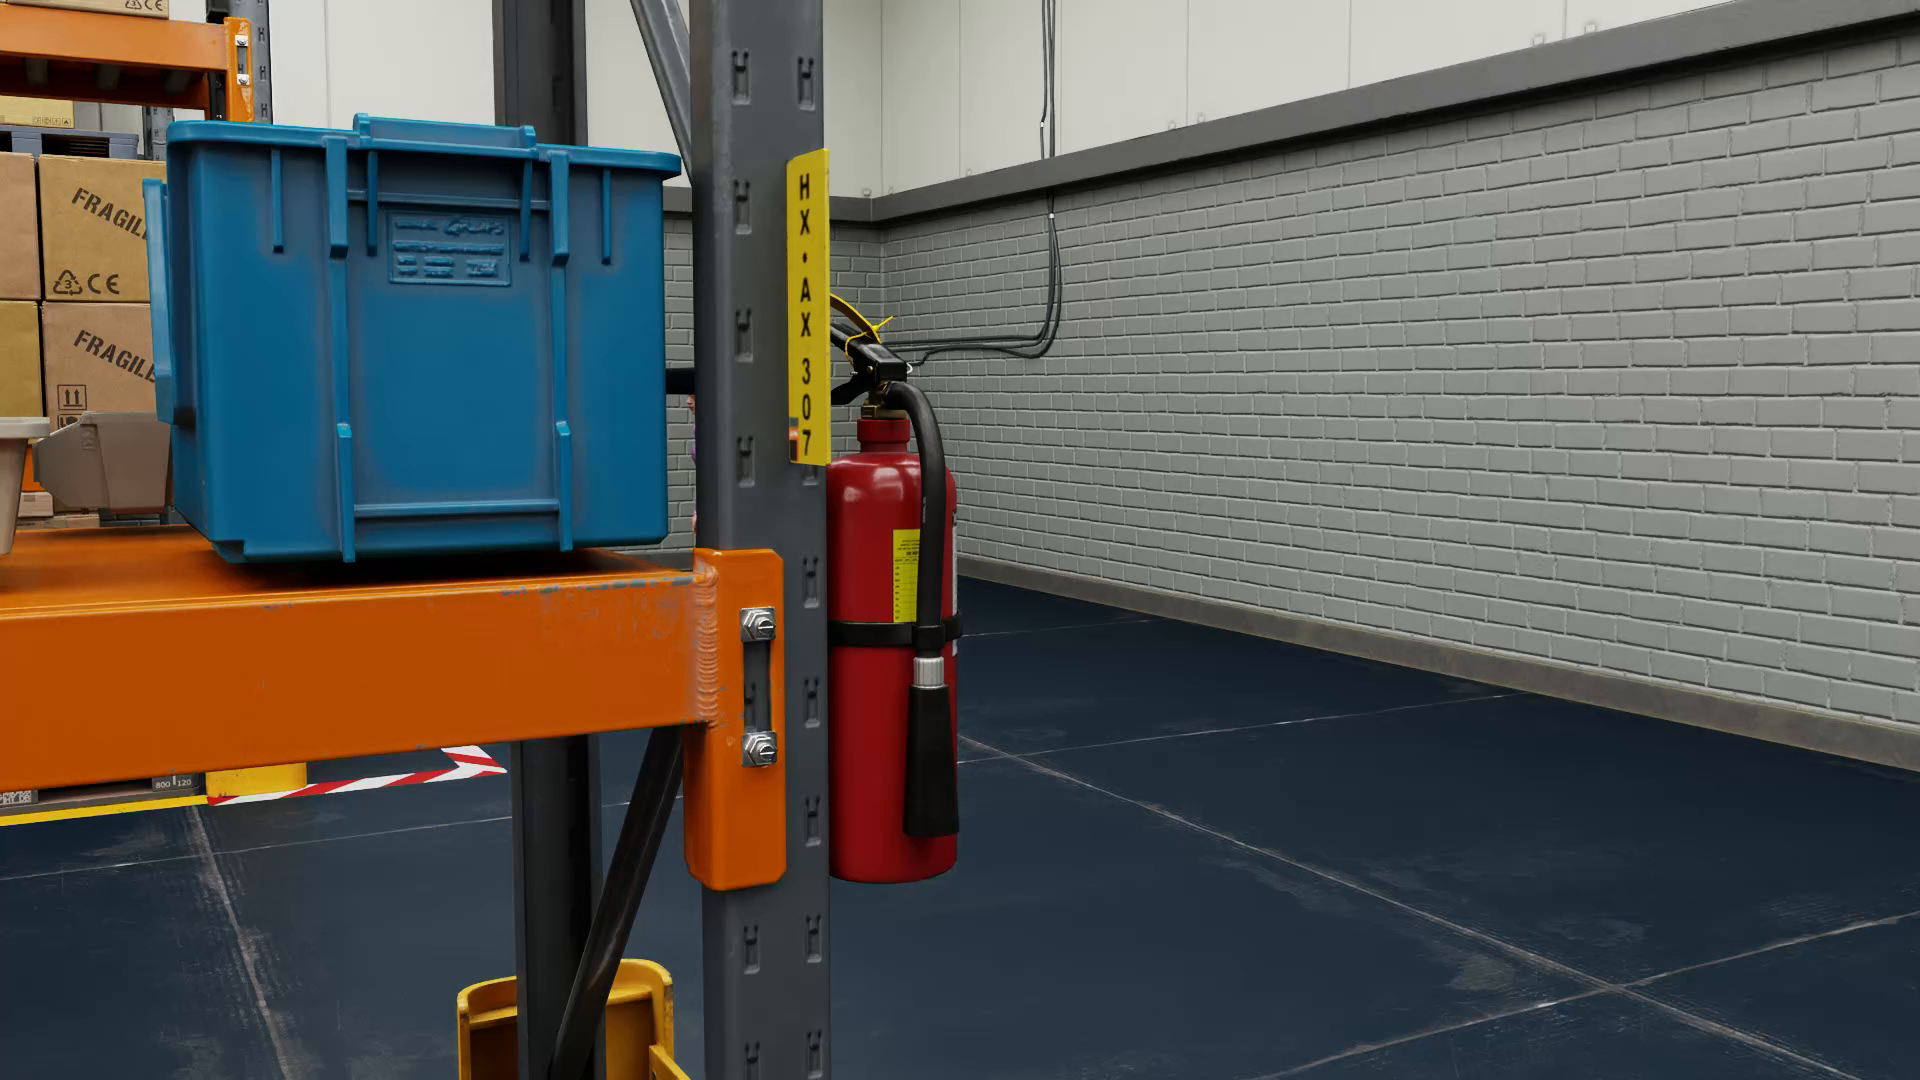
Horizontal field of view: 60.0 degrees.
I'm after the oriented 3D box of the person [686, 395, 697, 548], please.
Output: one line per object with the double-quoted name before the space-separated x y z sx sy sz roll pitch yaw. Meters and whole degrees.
"person" -1.281 -0.099 8.800 0.343 1.593 0.461 -3 6 -28
